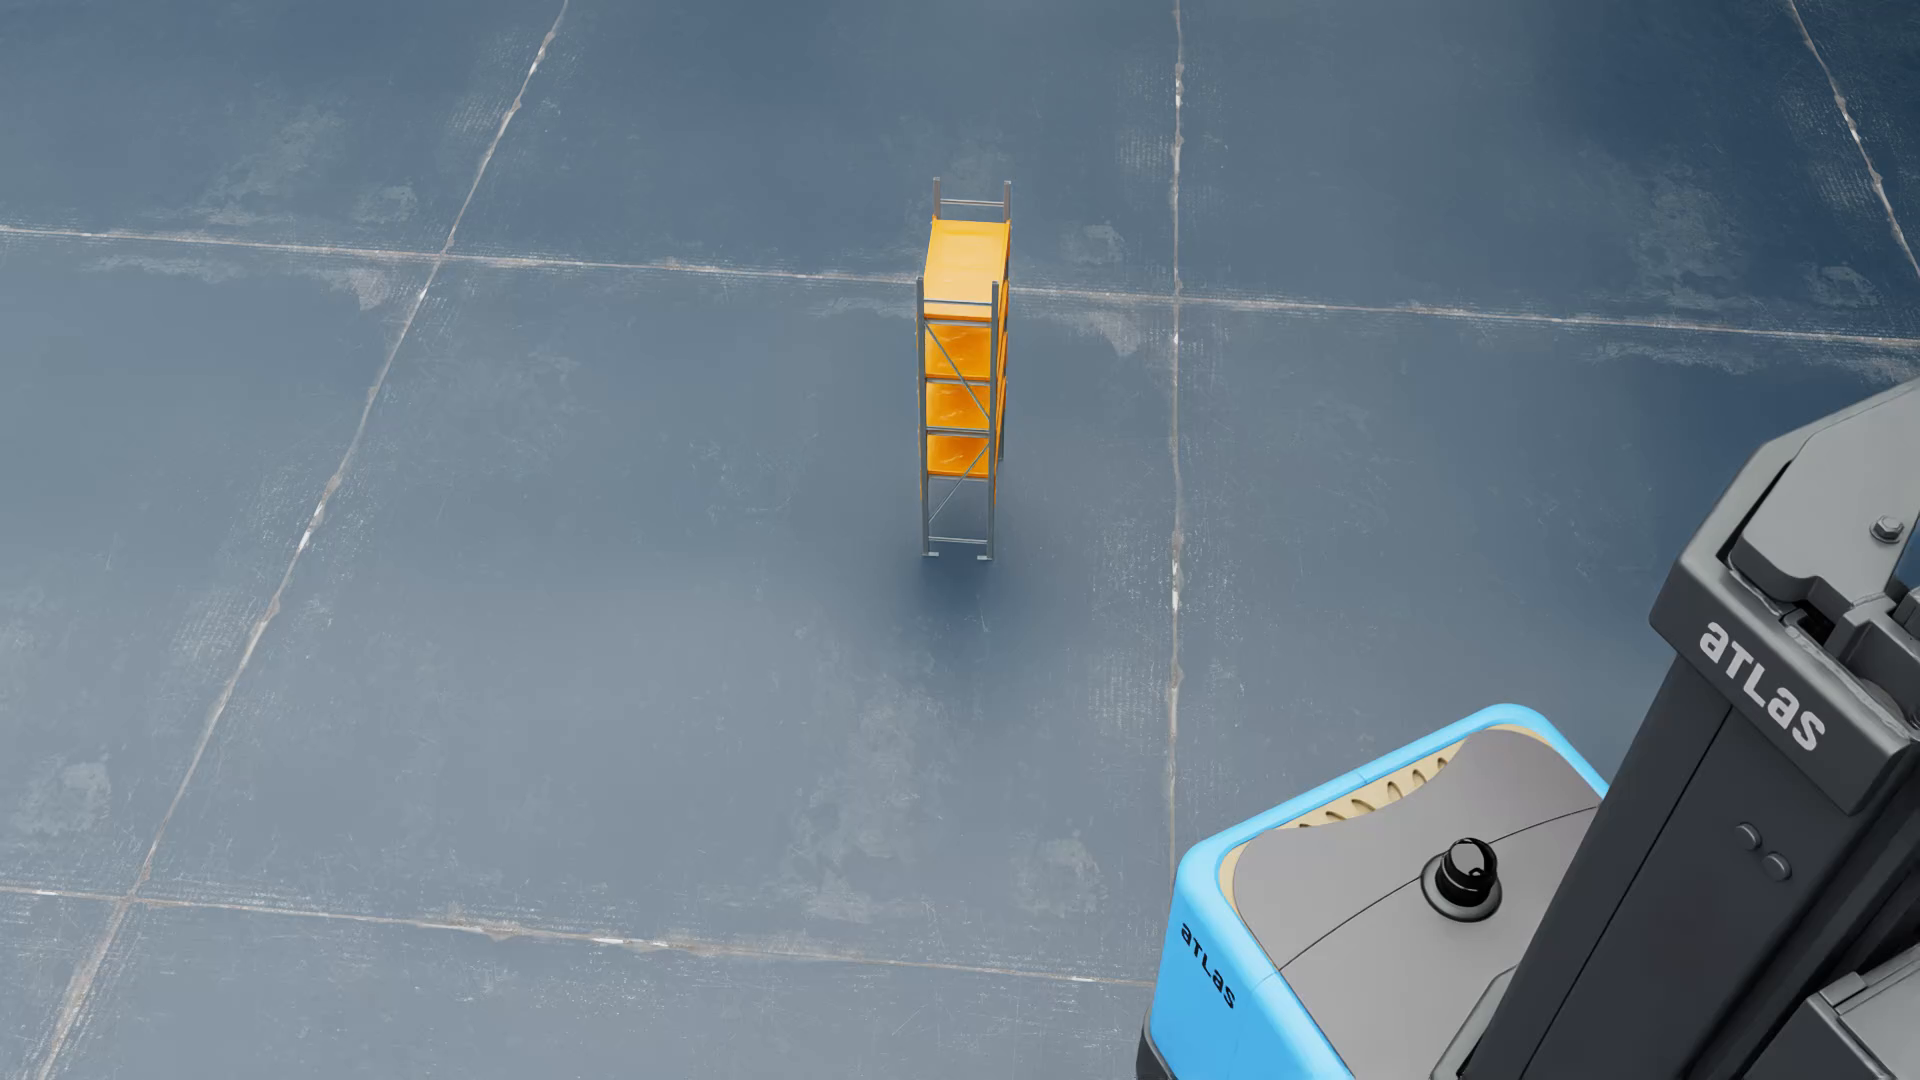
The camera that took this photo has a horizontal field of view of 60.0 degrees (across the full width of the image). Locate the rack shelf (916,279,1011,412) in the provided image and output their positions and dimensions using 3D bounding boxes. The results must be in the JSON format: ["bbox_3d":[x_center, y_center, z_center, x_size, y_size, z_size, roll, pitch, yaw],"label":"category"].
[{"bbox_3d":[0.015,-0.632,5.303,0.258,0.148,0.480,4,48,4],"label":"rack shelf"}]

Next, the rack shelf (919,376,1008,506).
[{"bbox_3d":[0.015,-0.347,5.615,0.258,0.148,0.480,4,48,4],"label":"rack shelf"}]

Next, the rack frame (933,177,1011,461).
[{"bbox_3d":[0.037,-0.706,5.583,0.240,1.200,0.015,4,48,4],"label":"rack frame"}]

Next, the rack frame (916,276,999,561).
[{"bbox_3d":[-0.007,-0.347,5.255,0.240,1.200,0.015,4,48,4],"label":"rack frame"}]

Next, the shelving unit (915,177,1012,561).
[{"bbox_3d":[0.015,-0.527,5.419,0.258,1.200,0.503,4,48,4],"label":"shelving unit"}]

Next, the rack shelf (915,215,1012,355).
[{"bbox_3d":[0.015,-0.792,5.129,0.258,0.148,0.480,4,48,4],"label":"rack shelf"}]

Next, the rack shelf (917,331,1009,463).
[{"bbox_3d":[0.015,-0.481,5.468,0.258,0.148,0.480,4,48,4],"label":"rack shelf"}]

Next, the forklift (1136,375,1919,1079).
[{"bbox_3d":[1.588,1.234,2.635,1.130,2.935,3.031,-21,51,-18],"label":"forklift"}]
